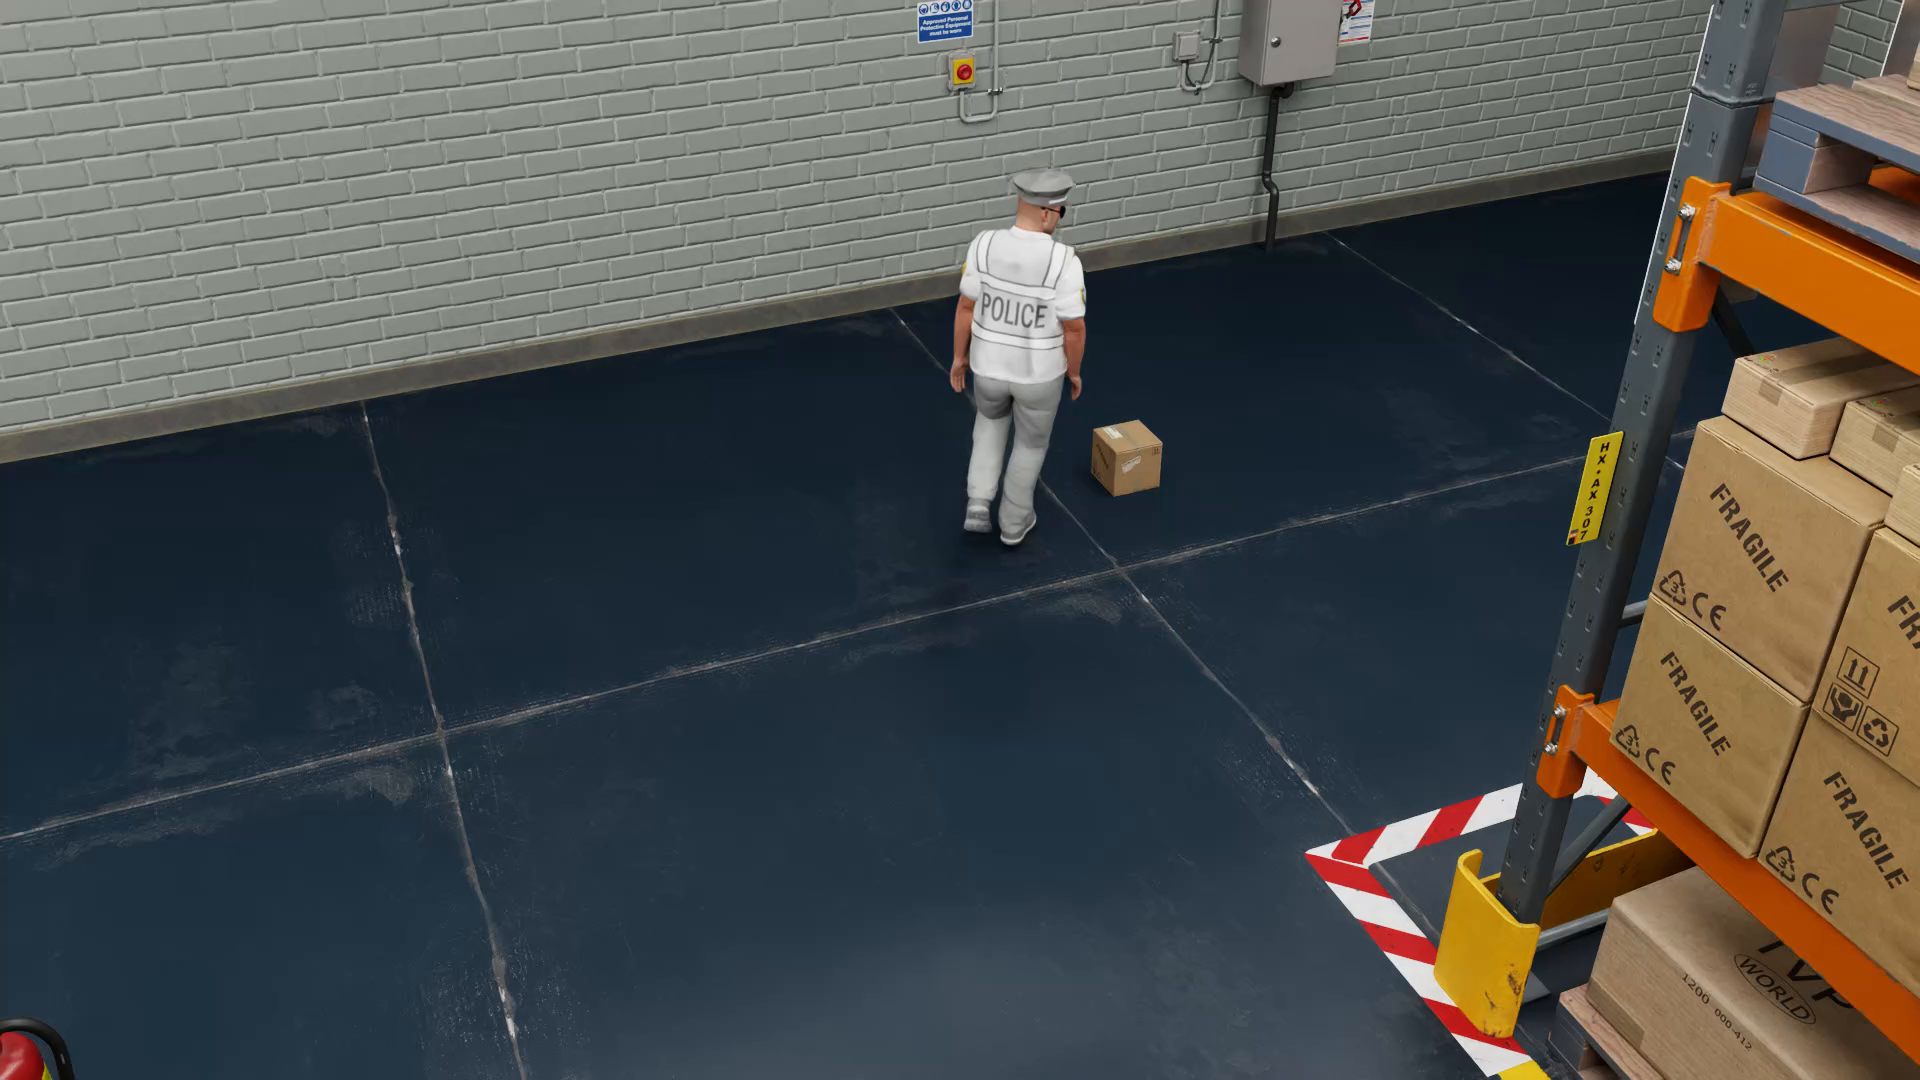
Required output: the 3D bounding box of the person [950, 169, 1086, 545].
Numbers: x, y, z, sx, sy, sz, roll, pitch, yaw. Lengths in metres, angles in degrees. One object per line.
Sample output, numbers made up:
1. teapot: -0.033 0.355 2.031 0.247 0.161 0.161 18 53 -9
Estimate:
1. person: 0.264 -0.756 7.277 0.599 1.762 0.464 12 35 17
